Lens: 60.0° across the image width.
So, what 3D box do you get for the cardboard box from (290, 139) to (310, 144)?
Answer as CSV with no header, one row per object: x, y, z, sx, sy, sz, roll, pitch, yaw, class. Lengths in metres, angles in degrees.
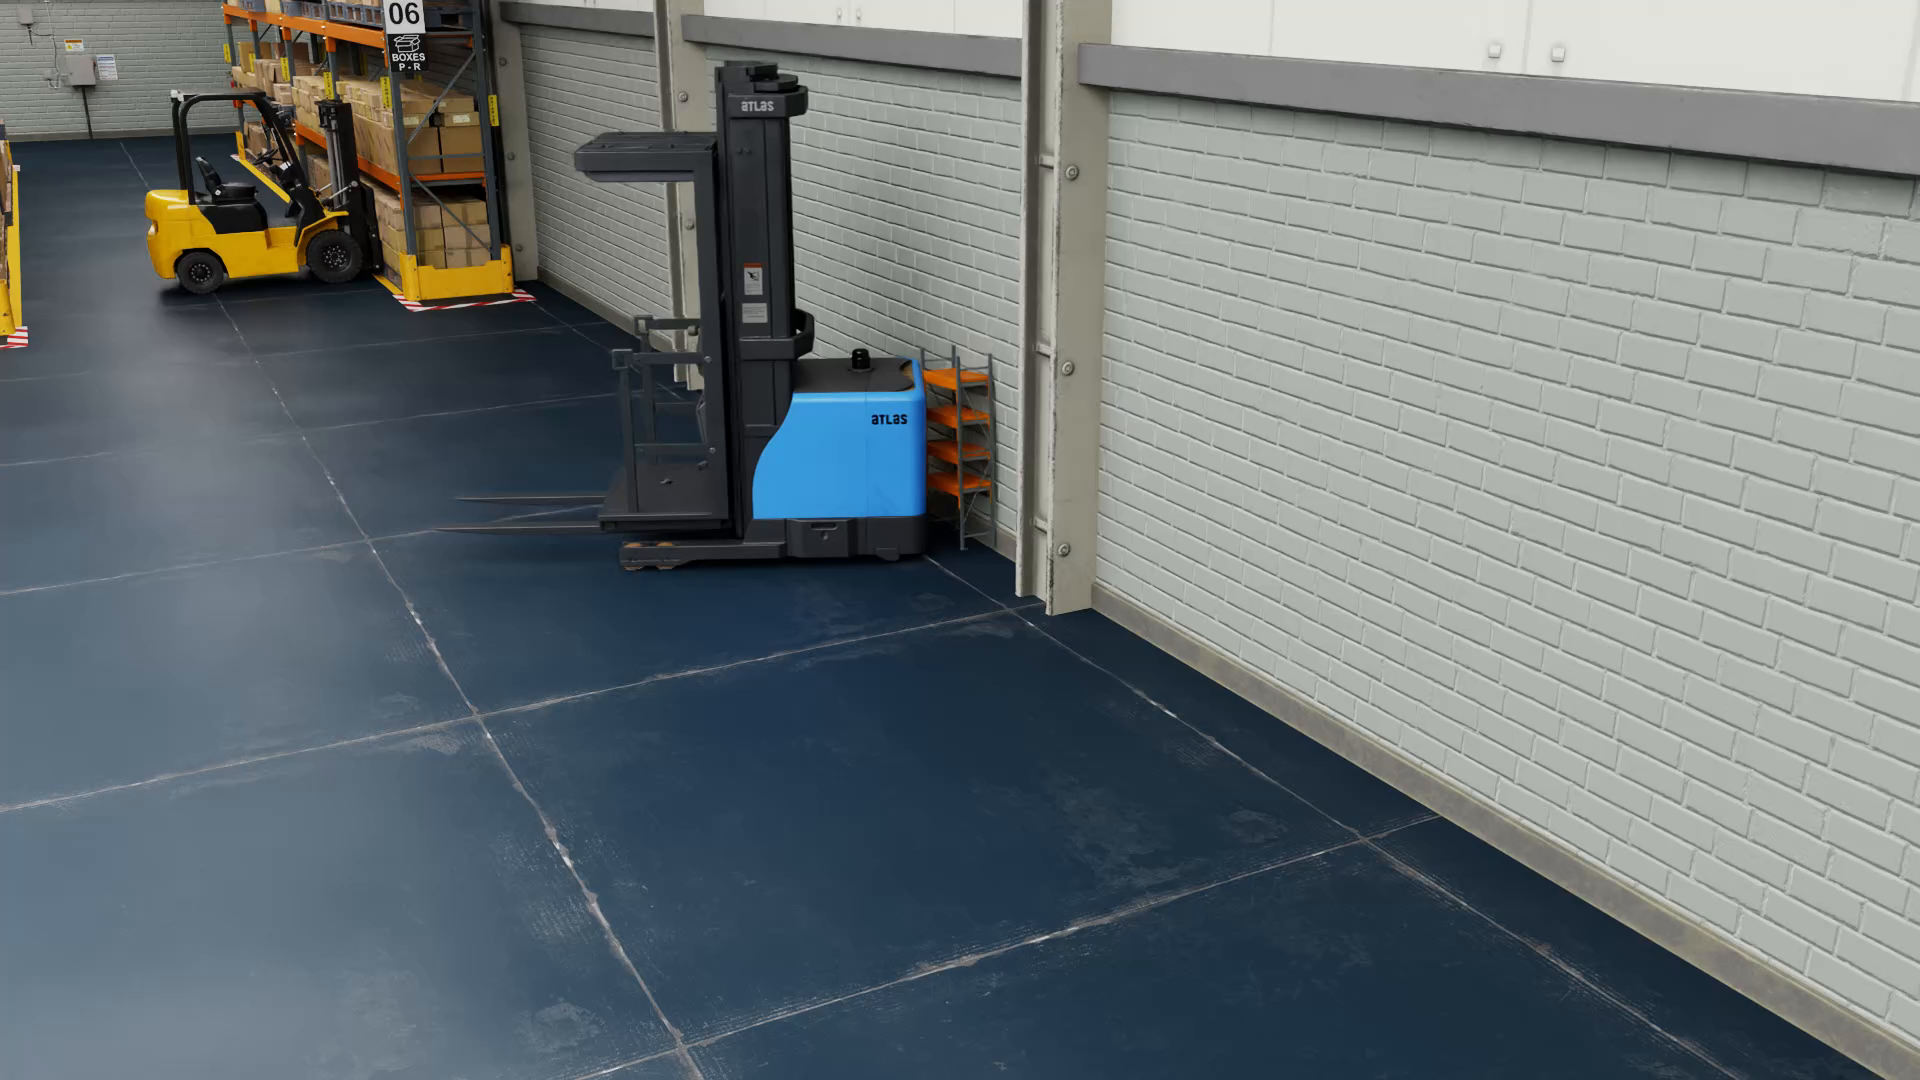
-10.471,-6.283,26.435,0.380,0.149,0.250,-11,22,-29,cardboard box

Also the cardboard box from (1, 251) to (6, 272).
-10.859,-3.027,18.375,0.500,0.250,0.500,-10,21,-26,cardboard box

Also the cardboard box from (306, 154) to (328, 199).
-9.124,-5.367,24.583,0.875,0.625,0.625,-9,21,-25,cardboard box

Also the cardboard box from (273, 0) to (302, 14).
-9.866,-7.929,24.642,0.500,0.250,0.500,-11,22,-28,cardboard box

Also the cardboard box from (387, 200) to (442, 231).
-6.103,-3.631,18.594,0.500,0.250,0.500,-9,21,-25,cardboard box

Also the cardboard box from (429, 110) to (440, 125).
-5.716,-4.728,18.587,0.380,0.149,0.250,-10,21,-27,cardboard box

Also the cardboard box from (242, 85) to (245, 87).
-12.725,-8.135,29.995,0.380,0.149,0.250,-11,22,-28,cardboard box

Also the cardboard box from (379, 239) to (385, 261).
-6.568,-3.449,19.601,0.500,0.250,0.500,-10,21,-26,cardboard box

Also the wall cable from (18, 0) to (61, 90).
-19.029,-10.317,34.374,0.588,1.984,0.122,-10,21,-27,wall cable

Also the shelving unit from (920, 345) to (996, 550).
-0.013,-0.585,10.399,0.258,1.200,0.503,-8,15,-26,shelving unit

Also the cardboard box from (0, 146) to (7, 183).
-15.310,-5.879,25.684,0.875,0.875,0.875,-9,21,-25,cardboard box

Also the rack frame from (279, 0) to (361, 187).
-9.408,-6.472,24.789,1.000,3.000,0.127,-10,21,-27,rack frame

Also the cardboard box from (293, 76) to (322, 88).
-9.516,-6.689,24.270,0.380,0.149,0.250,-9,21,-25,cardboard box

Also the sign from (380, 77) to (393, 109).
-6.094,-4.755,17.674,0.100,0.325,0.005,-10,21,-27,sign

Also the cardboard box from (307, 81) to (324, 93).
-8.894,-6.320,23.201,0.380,0.149,0.250,-9,21,-26,cardboard box

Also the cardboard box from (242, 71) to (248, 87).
-12.484,-8.233,29.667,0.500,0.250,0.500,-11,22,-28,cardboard box

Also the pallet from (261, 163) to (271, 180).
-11.633,-6.499,29.143,1.003,0.211,1.213,-10,21,-27,pallet

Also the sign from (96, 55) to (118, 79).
-18.018,-9.988,35.125,0.329,0.494,0.001,-10,21,-27,sign

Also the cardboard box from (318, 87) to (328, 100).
-8.317,-5.946,22.117,0.380,0.149,0.250,-11,22,-28,cardboard box

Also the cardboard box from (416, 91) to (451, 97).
-6.065,-5.099,19.205,0.380,0.149,0.250,-9,21,-25,cardboard box

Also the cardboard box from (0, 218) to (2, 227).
-13.158,-4.284,21.833,0.950,0.372,0.625,-10,22,-28,cardboard box

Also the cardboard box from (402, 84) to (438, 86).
-6.592,-5.481,20.314,0.380,0.149,0.250,-10,22,-28,cardboard box

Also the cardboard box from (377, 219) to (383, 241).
-6.608,-3.692,19.539,0.500,0.250,0.500,-11,22,-28,cardboard box

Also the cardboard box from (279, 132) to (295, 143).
-11.040,-6.660,27.528,0.380,0.149,0.250,-11,22,-29,cardboard box

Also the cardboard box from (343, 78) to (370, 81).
-8.550,-6.476,23.652,0.380,0.149,0.250,-10,21,-27,cardboard box

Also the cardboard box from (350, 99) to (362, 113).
-7.141,-5.243,20.080,0.380,0.149,0.250,-10,22,-27,cardboard box

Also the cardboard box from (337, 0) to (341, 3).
-7.198,-6.472,19.779,0.380,0.149,0.250,-9,21,-25,cardboard box

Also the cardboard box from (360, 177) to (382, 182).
-7.321,-4.359,20.705,0.500,0.250,0.500,-10,21,-27,cardboard box

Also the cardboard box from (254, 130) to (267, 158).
-12.136,-7.046,29.640,0.700,0.500,0.500,-11,22,-29,cardboard box

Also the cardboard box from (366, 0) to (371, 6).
-6.270,-5.911,18.154,0.380,0.149,0.250,-11,22,-28,cardboard box

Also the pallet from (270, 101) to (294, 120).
-9.792,-6.565,25.353,1.213,0.211,1.003,-10,21,-27,pallet

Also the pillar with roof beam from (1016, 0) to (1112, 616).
-3.237,-3.239,6.223,9.100,9.000,0.400,-10,21,-27,pillar with roof beam

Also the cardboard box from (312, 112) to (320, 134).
-8.683,-5.795,23.056,0.500,0.250,0.500,-9,21,-25,cardboard box

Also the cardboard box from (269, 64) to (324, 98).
-10.346,-7.159,25.979,0.797,0.503,0.637,-11,22,-28,cardboard box

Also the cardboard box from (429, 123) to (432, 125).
-5.867,-4.554,19.078,0.500,0.500,0.500,-9,21,-25,cardboard box

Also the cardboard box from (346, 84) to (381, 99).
-7.254,-5.458,20.247,0.380,0.149,0.250,-9,21,-25,cardboard box

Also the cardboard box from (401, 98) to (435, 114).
-5.965,-4.740,18.166,0.380,0.149,0.250,-10,21,-27,cardboard box

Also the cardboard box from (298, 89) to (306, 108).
-9.176,-6.328,23.836,0.500,0.250,0.500,-9,21,-25,cardboard box

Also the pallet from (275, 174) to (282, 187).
-10.888,-6.074,27.912,1.003,0.211,1.213,-10,21,-27,pallet

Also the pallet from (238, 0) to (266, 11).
-11.060,-8.751,27.084,1.213,0.211,1.003,-10,21,-27,pallet

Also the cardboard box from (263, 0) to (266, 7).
-11.739,-8.977,27.835,0.380,0.149,0.250,-10,21,-27,cardboard box

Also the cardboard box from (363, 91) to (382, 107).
-6.659,-5.091,19.183,0.380,0.149,0.250,-10,21,-26,cardboard box

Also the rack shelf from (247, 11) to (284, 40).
-10.358,-8.124,26.081,1.077,0.370,4.000,-10,21,-27,rack shelf

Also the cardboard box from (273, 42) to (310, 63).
-11.781,-8.513,29.329,0.500,0.500,0.500,-11,22,-28,cardboard box

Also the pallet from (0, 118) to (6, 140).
-13.343,-5.423,22.044,1.213,0.211,1.003,-10,21,-27,pallet

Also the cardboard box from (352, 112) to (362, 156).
-7.025,-4.911,20.112,0.500,0.500,0.500,-10,22,-27,cardboard box

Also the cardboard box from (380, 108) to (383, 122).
-6.345,-4.811,18.828,0.380,0.149,0.250,-10,21,-27,cardboard box

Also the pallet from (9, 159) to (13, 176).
-17.125,-6.463,29.038,1.003,0.211,1.213,-10,21,-27,pallet

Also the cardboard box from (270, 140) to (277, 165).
-11.276,-6.464,27.953,0.500,0.500,0.500,-9,21,-24,cardboard box

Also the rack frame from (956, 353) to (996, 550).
0.099,-0.536,10.188,0.240,1.200,0.015,-8,15,-26,rack frame

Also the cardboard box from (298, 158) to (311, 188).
-9.798,-5.577,25.384,0.500,0.500,0.500,-9,21,-25,cardboard box

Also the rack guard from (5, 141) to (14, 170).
-17.585,-6.824,29.641,1.175,0.500,0.348,-10,21,-27,rack guard

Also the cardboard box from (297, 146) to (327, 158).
-9.866,-5.898,25.320,0.380,0.149,0.250,-11,22,-29,cardboard box

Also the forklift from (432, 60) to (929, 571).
-1.728,-1.378,10.130,3.031,2.935,1.130,-1,19,-3,forklift

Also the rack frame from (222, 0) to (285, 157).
-13.207,-8.769,31.444,1.000,3.000,0.127,-10,21,-27,rack frame
